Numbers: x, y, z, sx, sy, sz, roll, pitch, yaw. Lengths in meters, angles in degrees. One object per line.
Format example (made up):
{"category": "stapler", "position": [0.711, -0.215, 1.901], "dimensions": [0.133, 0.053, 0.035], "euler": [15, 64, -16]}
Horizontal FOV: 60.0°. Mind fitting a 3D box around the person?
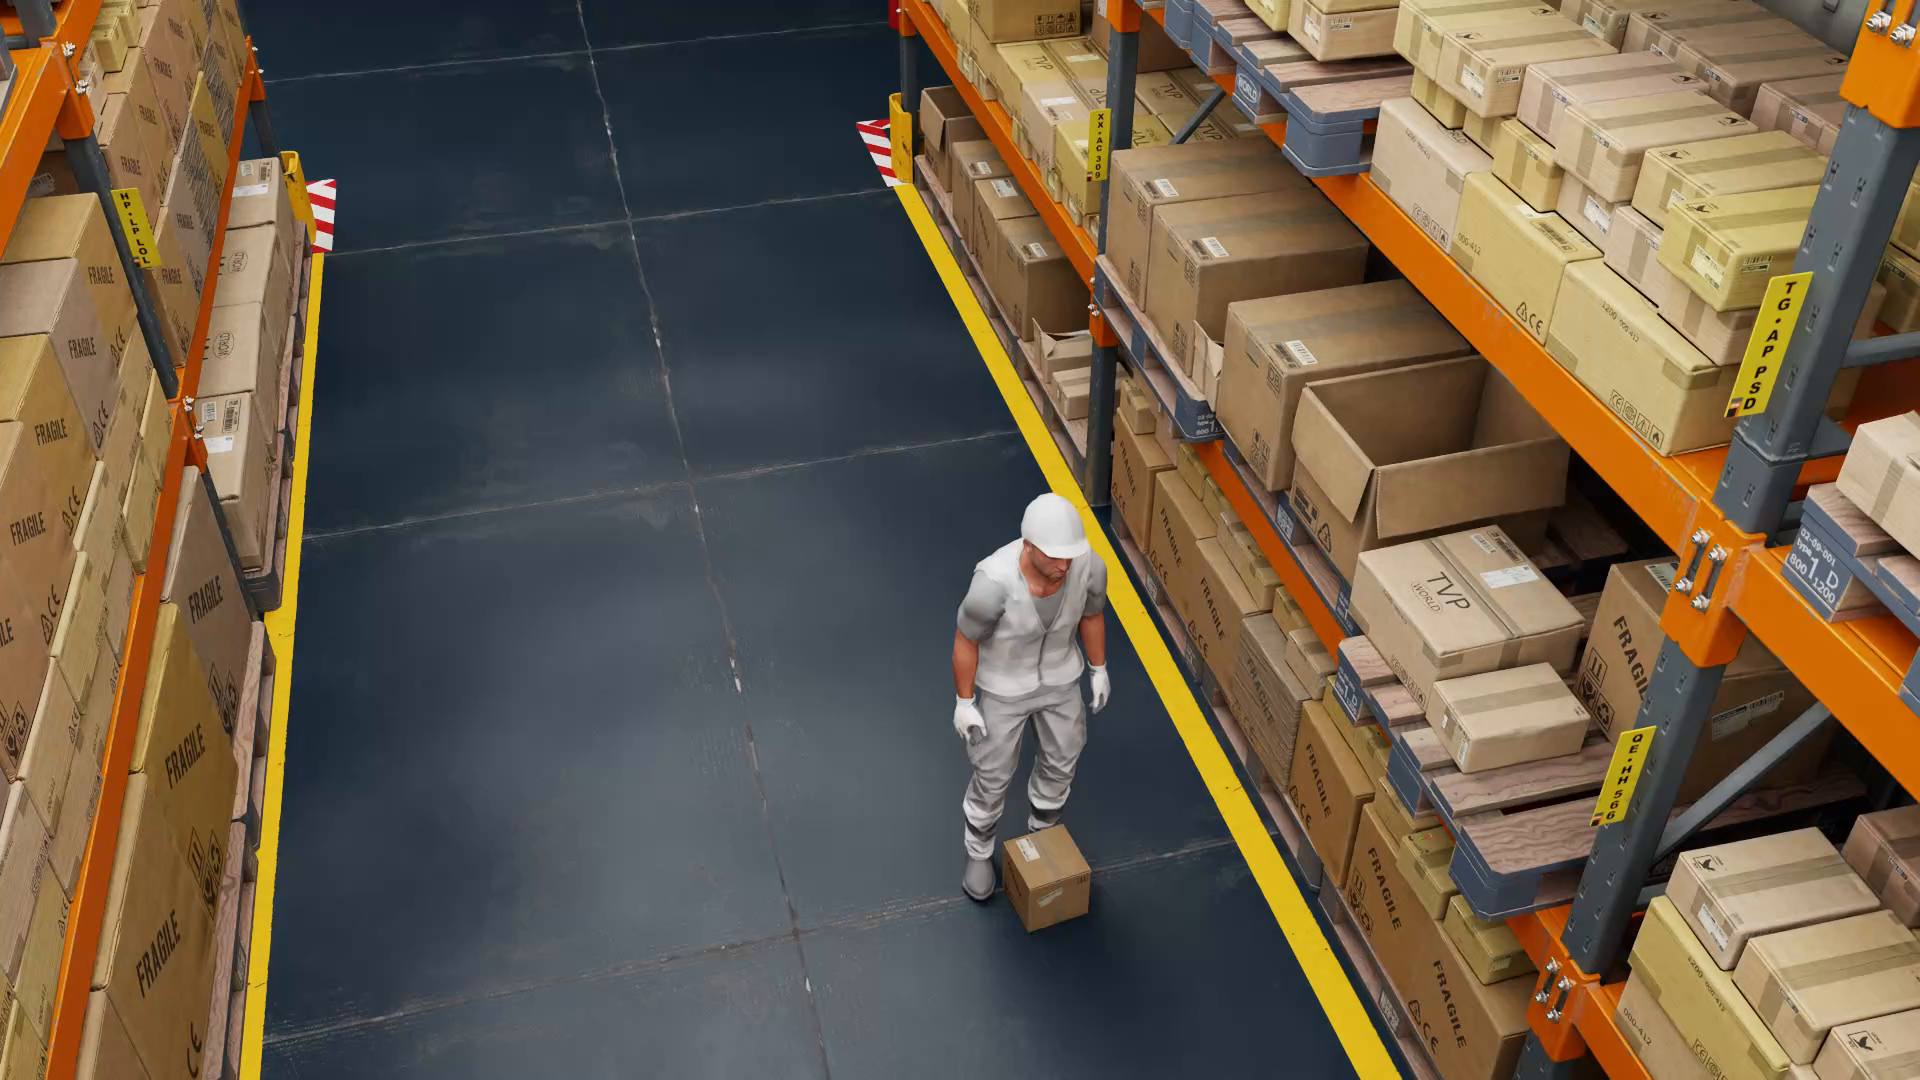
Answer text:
{"category": "person", "position": [0.263, 0.544, 6.003], "dimensions": [0.617, 1.778, 0.453], "euler": [-12, 40, -16]}
